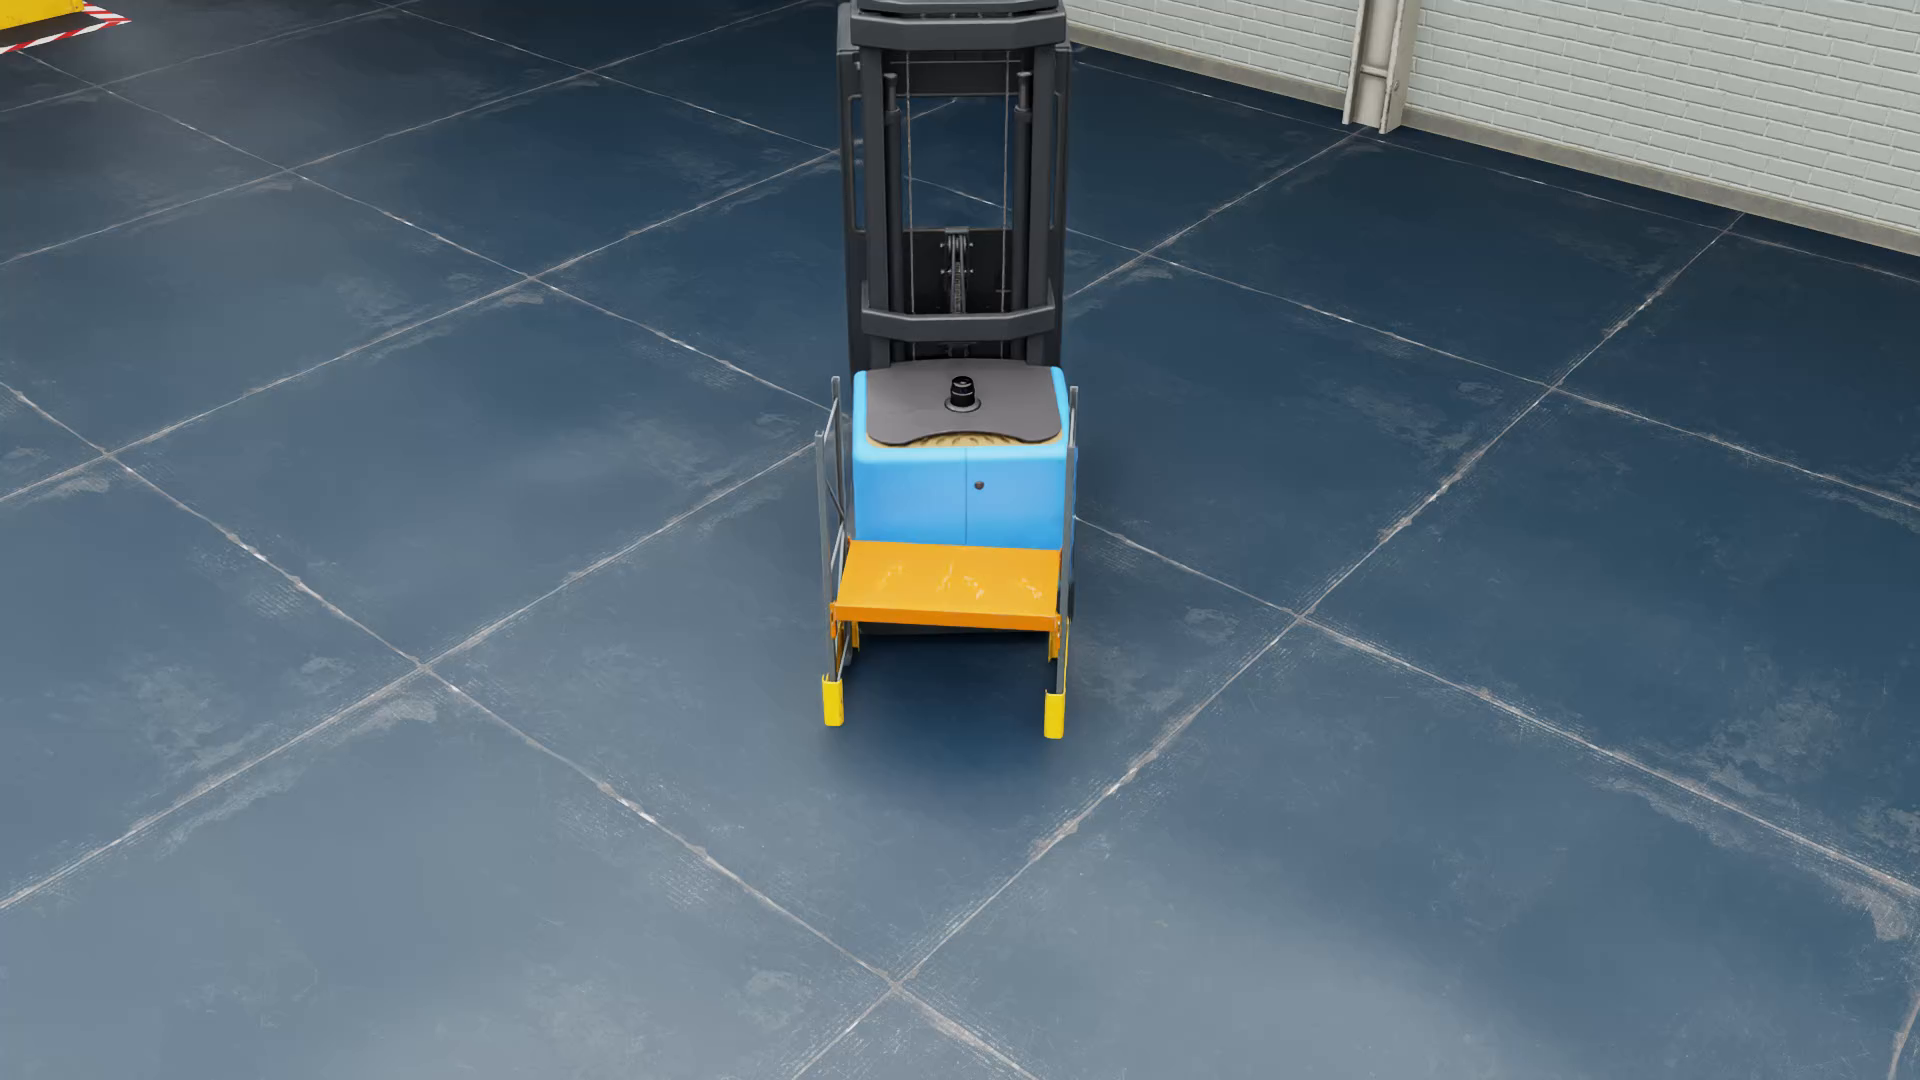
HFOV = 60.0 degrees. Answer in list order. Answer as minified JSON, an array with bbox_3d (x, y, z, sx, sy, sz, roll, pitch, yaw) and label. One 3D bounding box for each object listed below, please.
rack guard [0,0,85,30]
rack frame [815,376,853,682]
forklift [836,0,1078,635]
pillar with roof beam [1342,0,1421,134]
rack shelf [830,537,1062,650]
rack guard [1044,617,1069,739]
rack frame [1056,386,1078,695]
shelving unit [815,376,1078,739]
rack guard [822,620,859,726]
[{"bbox_3d":[-9.082,-5.227,15.920,0.348,0.500,1.175,25,42,32],"label":"rack guard"},{"bbox_3d":[-0.550,0.058,7.341,0.032,1.500,0.500,3,35,4],"label":"rack frame"},{"bbox_3d":[-0.038,-1.560,8.432,1.130,2.935,3.031,-1,35,-2],"label":"forklift"},{"bbox_3d":[0.659,-5.289,8.502,0.400,9.000,9.100,25,42,32],"label":"pillar with roof beam"},{"bbox_3d":[-0.044,0.231,7.407,1.000,0.185,0.538,3,35,4],"label":"rack shelf"},{"bbox_3d":[0.443,0.621,7.624,0.087,0.250,0.587,3,35,4],"label":"rack guard"},{"bbox_3d":[0.463,0.107,7.269,0.032,1.500,0.500,3,35,4],"label":"rack frame"},{"bbox_3d":[-0.053,0.082,7.306,1.083,1.500,0.587,3,35,4],"label":"shelving unit"},{"bbox_3d":[-0.549,0.573,7.694,0.087,0.250,0.587,3,35,4],"label":"rack guard"}]
